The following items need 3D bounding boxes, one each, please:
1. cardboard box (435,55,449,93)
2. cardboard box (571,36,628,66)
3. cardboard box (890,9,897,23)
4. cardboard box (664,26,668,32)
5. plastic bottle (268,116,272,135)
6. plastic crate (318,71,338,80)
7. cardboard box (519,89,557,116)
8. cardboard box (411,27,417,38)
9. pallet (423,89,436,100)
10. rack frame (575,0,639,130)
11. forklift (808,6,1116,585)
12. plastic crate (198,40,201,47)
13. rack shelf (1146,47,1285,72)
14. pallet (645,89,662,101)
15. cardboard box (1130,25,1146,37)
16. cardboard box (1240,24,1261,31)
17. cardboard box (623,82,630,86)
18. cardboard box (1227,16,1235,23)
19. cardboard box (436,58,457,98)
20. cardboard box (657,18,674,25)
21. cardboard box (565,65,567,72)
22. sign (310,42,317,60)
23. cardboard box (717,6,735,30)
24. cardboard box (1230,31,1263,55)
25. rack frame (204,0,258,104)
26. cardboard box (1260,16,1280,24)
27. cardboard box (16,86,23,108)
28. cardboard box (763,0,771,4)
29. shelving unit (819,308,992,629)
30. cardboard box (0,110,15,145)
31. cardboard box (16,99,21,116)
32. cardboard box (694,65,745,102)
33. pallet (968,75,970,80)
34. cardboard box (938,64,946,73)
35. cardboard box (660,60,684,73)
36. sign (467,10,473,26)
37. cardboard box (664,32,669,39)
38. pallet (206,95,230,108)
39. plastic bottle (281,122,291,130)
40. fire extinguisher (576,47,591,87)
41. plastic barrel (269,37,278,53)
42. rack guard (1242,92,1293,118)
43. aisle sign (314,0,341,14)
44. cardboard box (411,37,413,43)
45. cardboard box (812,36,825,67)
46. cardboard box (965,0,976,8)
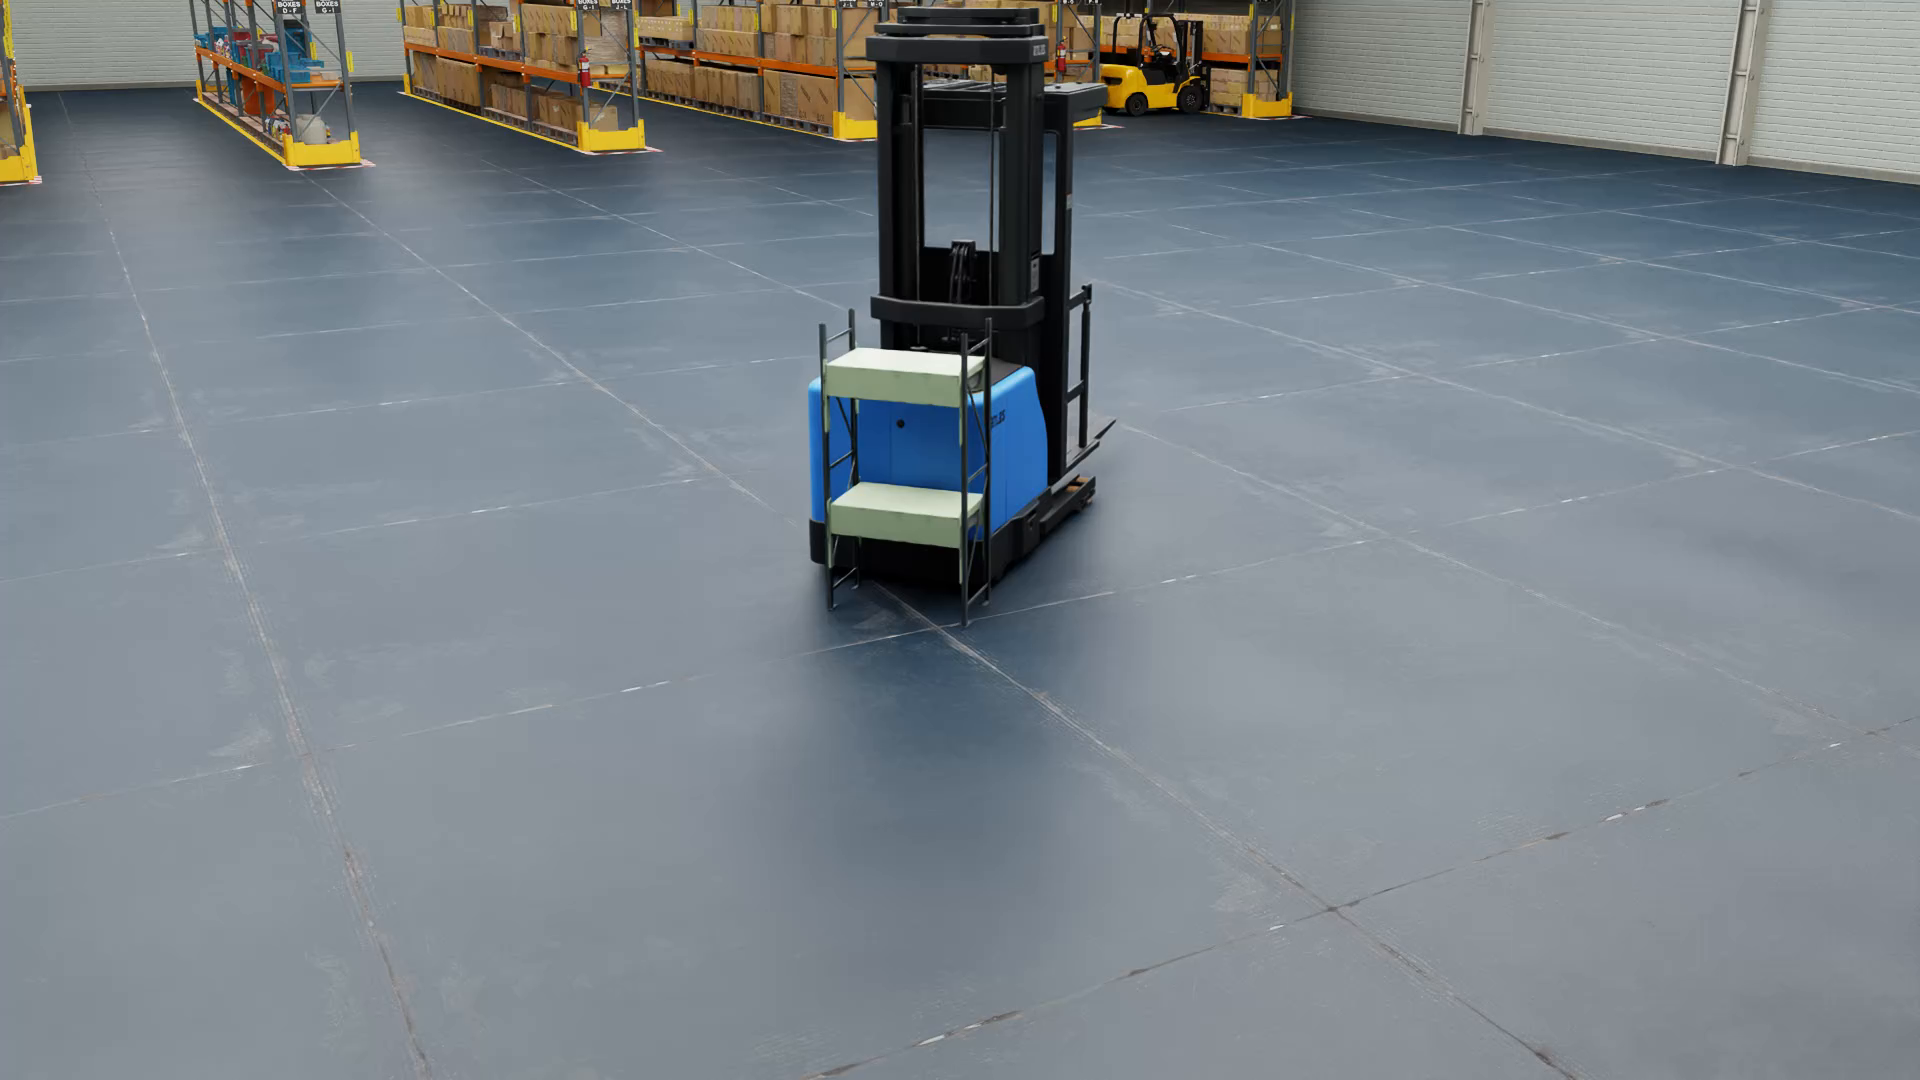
[{"bbox_3d":[-12.241,-11.366,40.586,0.875,0.875,0.875,-10,21,-27],"label":"cardboard box"},{"bbox_3d":[-6.537,-8.876,30.145,0.875,0.500,0.500,-10,21,-27],"label":"cardboard box"},{"bbox_3d":[-1.368,-12.578,40.232,0.500,0.500,0.500,-11,22,-28],"label":"cardboard box"},{"bbox_3d":[-6.811,-12.148,39.524,0.380,0.149,0.250,-10,21,-27],"label":"cardboard box"},{"bbox_3d":[-12.540,-7.566,30.347,0.144,0.351,0.185,-9,21,-25],"label":"plastic bottle"},{"bbox_3d":[-10.801,-7.940,28.449,0.298,0.136,0.250,-10,21,-27],"label":"plastic crate"},{"bbox_3d":[-8.682,-9.020,34.329,0.700,0.500,0.500,-10,21,-27],"label":"cardboard box"},{"bbox_3d":[-13.419,-12.716,41.657,0.500,0.250,0.500,-11,22,-28],"label":"cardboard box"},{"bbox_3d":[-12.874,-11.233,41.862,1.003,0.211,1.213,-10,21,-27],"label":"pallet"},{"bbox_3d":[-6.300,-8.526,29.740,1.000,3.000,0.127,-10,21,-27],"label":"rack frame"},{"bbox_3d":[0.195,-1.594,9.758,1.130,2.935,3.031,7,20,20],"label":"forklift"},{"bbox_3d":[-18.028,-11.834,39.639,0.250,0.136,0.298,-10,21,-27],"label":"plastic crate"},{"bbox_3d":[5.838,-11.065,38.201,1.077,0.370,4.000,-10,21,-27],"label":"rack shelf"},{"bbox_3d":[-7.214,-11.168,41.673,1.003,0.211,1.213,-10,21,-27],"label":"pallet"},{"bbox_3d":[4.430,-12.246,39.984,0.500,0.250,0.500,-10,22,-28],"label":"cardboard box"},{"bbox_3d":[6.377,-11.240,36.460,0.380,0.149,0.250,-10,21,-26],"label":"cardboard box"},{"bbox_3d":[-8.563,-11.917,43.296,0.380,0.149,0.250,-10,21,-27],"label":"cardboard box"},{"bbox_3d":[6.140,-11.532,36.849,0.380,0.149,0.250,-9,21,-25],"label":"cardboard box"},{"bbox_3d":[-11.677,-10.984,39.478,1.225,0.875,0.875,-10,21,-26],"label":"cardboard box"},{"bbox_3d":[-7.057,-12.438,39.909,0.380,0.149,0.250,-9,21,-25],"label":"cardboard box"},{"bbox_3d":[-7.087,-8.745,30.760,0.380,0.149,0.250,-10,21,-27],"label":"cardboard box"},{"bbox_3d":[-12.069,-9.120,31.037,0.100,0.325,0.005,-10,21,-27],"label":"sign"},{"bbox_3d":[-4.995,-11.659,37.134,0.700,0.500,0.500,-10,22,-27],"label":"cardboard box"},{"bbox_3d":[6.323,-10.978,36.695,0.500,0.500,0.500,-11,22,-28],"label":"cardboard box"},{"bbox_3d":[-16.357,-11.203,37.500,1.000,3.000,0.127,-10,21,-27],"label":"rack frame"},{"bbox_3d":[6.816,-11.454,36.624,0.380,0.149,0.250,-10,22,-28],"label":"cardboard box"},{"bbox_3d":[-20.232,-9.366,35.334,0.500,0.500,0.500,-10,21,-27],"label":"cardboard box"},{"bbox_3d":[-5.199,-14.992,46.793,0.500,0.500,0.500,-11,22,-28],"label":"cardboard box"},{"bbox_3d":[-0.263,-0.364,8.385,0.755,1.500,0.431,7,20,18],"label":"shelving unit"},{"bbox_3d":[-15.318,-6.577,26.515,0.500,0.500,0.500,-10,21,-27],"label":"cardboard box"},{"bbox_3d":[-18.101,-8.192,31.486,0.500,0.311,0.500,-10,22,-27],"label":"cardboard box"},{"bbox_3d":[-5.476,-10.508,38.289,1.050,0.750,0.750,-10,22,-27],"label":"cardboard box"},{"bbox_3d":[0.764,-13.154,47.429,1.003,0.211,1.213,-10,21,-27],"label":"pallet"},{"bbox_3d":[-0.231,-13.999,48.790,0.700,0.500,0.500,-9,21,-24],"label":"cardboard box"},{"bbox_3d":[-6.974,-11.528,40.481,0.500,0.250,0.500,-9,21,-25],"label":"cardboard box"},{"bbox_3d":[-10.586,-11.282,35.955,0.100,0.325,0.005,-10,21,-27],"label":"sign"},{"bbox_3d":[-6.808,-12.006,39.568,0.380,0.149,0.250,-11,22,-29],"label":"cardboard box"},{"bbox_3d":[-17.324,-10.441,39.565,1.003,0.211,1.213,-10,21,-27],"label":"pallet"},{"bbox_3d":[-12.130,-7.385,29.936,0.152,0.276,0.135,-10,21,-27],"label":"plastic bottle"},{"bbox_3d":[-6.651,-8.385,29.451,0.296,0.674,0.183,-10,21,-27],"label":"fire extinguisher"},{"bbox_3d":[-13.168,-9.490,32.327,0.433,0.535,0.433,0,19,0],"label":"plastic barrel"},{"bbox_3d":[6.799,-9.642,36.807,1.175,0.500,0.348,-10,21,-27],"label":"rack guard"},{"bbox_3d":[-10.367,-9.012,27.164,0.394,0.787,0.004,-10,21,-27],"label":"aisle sign"},{"bbox_3d":[-13.650,-12.625,42.006,0.380,0.149,0.250,-10,22,-27],"label":"cardboard box"},{"bbox_3d":[-2.383,-9.590,32.594,0.875,0.550,0.550,-10,21,-27],"label":"cardboard box"},{"bbox_3d":[0.540,-11.709,36.825,0.700,0.500,0.500,-10,22,-27],"label":"cardboard box"}]
